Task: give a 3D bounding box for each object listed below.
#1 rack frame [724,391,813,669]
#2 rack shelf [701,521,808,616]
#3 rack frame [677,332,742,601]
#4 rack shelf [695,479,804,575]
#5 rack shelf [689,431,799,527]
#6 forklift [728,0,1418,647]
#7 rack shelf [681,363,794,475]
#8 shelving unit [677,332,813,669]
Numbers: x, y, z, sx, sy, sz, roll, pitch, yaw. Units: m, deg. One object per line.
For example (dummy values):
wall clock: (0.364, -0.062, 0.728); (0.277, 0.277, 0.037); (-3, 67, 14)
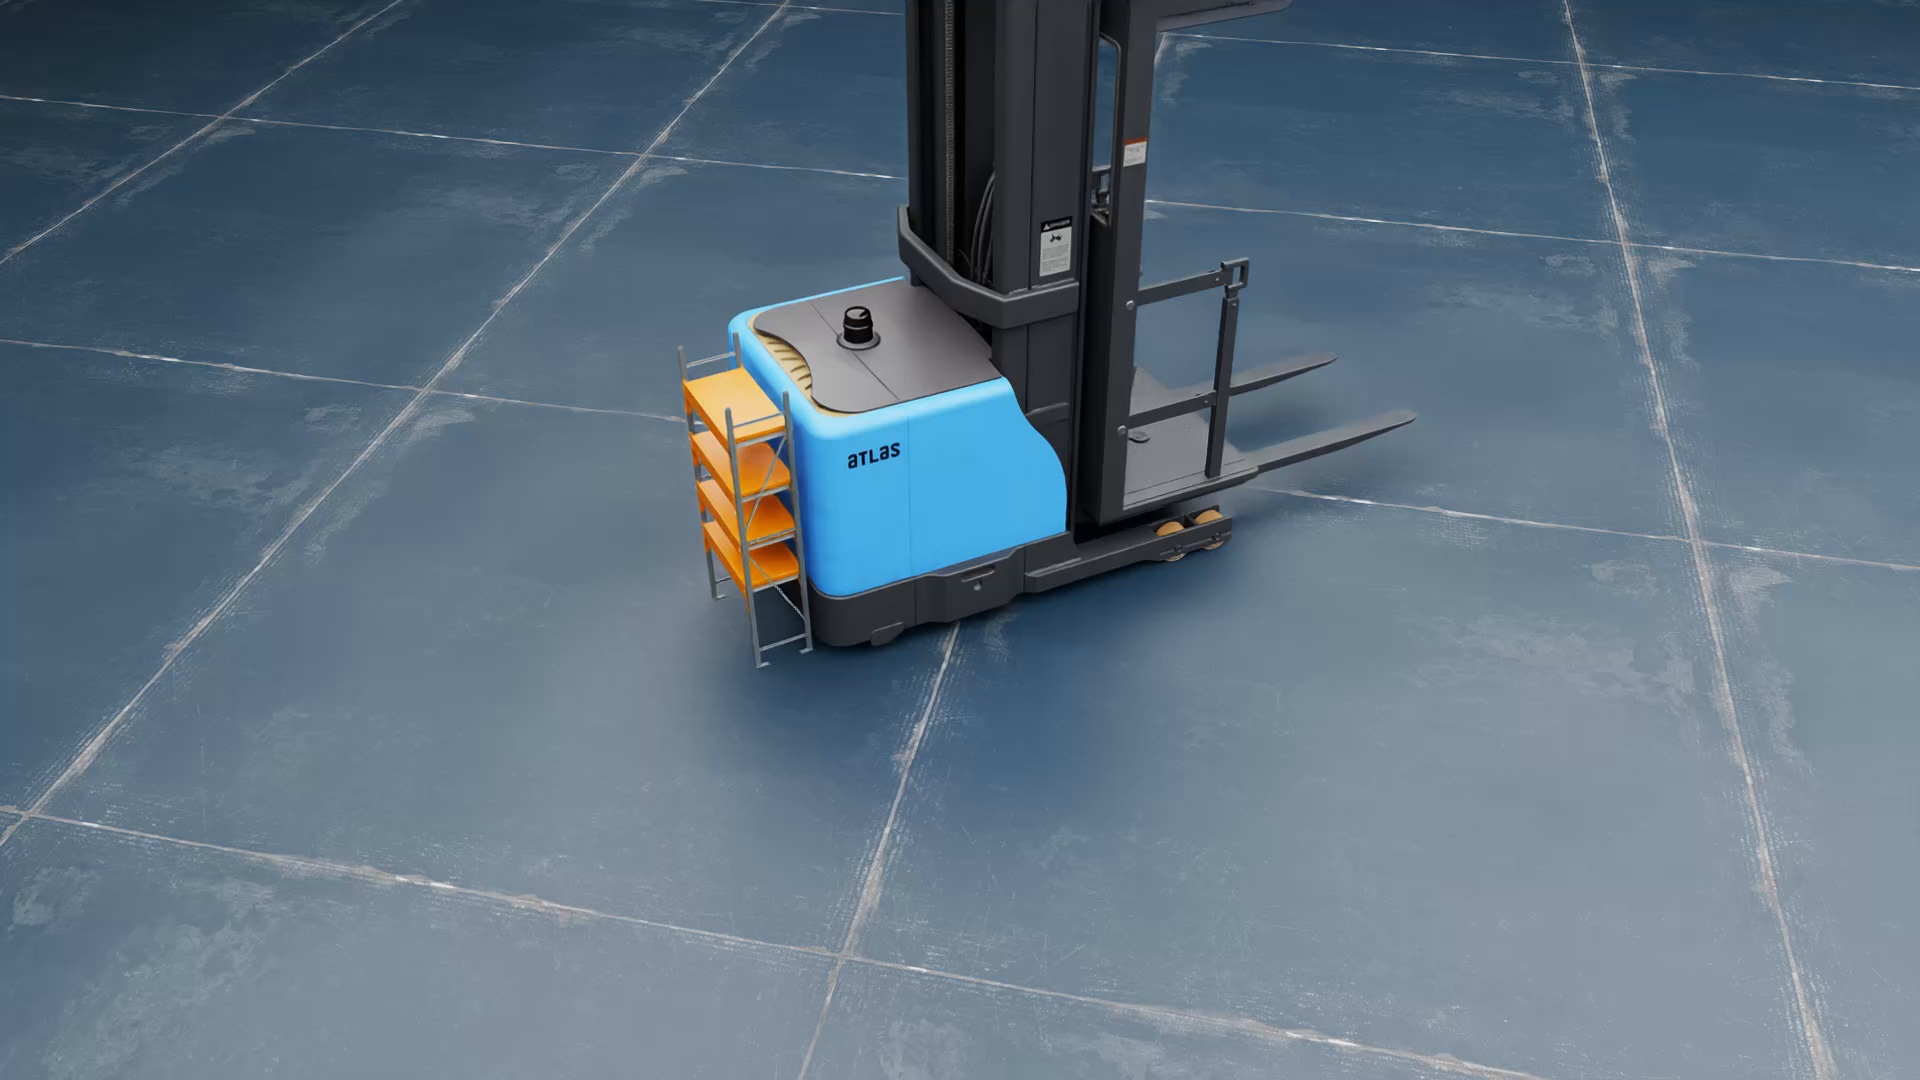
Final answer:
rack frame: (-0.708, -0.013, 6.240); (0.240, 1.200, 0.015); (-18, 40, -21)
rack shelf: (-0.815, 0.074, 6.574); (0.258, 0.148, 0.480); (-18, 40, -21)
rack frame: (-0.932, -0.267, 6.591); (0.240, 1.200, 0.015); (-18, 40, -21)
rack shelf: (-0.819, -0.086, 6.456); (0.258, 0.148, 0.480); (-18, 40, -21)
rack shelf: (-0.823, -0.266, 6.323); (0.258, 0.148, 0.480); (-18, 40, -21)
forklift: (0.608, -1.357, 6.625); (3.031, 2.935, 1.130); (-16, 39, -21)
rack shelf: (-0.828, -0.456, 6.182); (0.258, 0.148, 0.480); (-18, 40, -21)
shelving unit: (-0.820, -0.140, 6.416); (0.258, 1.200, 0.503); (-18, 40, -21)
